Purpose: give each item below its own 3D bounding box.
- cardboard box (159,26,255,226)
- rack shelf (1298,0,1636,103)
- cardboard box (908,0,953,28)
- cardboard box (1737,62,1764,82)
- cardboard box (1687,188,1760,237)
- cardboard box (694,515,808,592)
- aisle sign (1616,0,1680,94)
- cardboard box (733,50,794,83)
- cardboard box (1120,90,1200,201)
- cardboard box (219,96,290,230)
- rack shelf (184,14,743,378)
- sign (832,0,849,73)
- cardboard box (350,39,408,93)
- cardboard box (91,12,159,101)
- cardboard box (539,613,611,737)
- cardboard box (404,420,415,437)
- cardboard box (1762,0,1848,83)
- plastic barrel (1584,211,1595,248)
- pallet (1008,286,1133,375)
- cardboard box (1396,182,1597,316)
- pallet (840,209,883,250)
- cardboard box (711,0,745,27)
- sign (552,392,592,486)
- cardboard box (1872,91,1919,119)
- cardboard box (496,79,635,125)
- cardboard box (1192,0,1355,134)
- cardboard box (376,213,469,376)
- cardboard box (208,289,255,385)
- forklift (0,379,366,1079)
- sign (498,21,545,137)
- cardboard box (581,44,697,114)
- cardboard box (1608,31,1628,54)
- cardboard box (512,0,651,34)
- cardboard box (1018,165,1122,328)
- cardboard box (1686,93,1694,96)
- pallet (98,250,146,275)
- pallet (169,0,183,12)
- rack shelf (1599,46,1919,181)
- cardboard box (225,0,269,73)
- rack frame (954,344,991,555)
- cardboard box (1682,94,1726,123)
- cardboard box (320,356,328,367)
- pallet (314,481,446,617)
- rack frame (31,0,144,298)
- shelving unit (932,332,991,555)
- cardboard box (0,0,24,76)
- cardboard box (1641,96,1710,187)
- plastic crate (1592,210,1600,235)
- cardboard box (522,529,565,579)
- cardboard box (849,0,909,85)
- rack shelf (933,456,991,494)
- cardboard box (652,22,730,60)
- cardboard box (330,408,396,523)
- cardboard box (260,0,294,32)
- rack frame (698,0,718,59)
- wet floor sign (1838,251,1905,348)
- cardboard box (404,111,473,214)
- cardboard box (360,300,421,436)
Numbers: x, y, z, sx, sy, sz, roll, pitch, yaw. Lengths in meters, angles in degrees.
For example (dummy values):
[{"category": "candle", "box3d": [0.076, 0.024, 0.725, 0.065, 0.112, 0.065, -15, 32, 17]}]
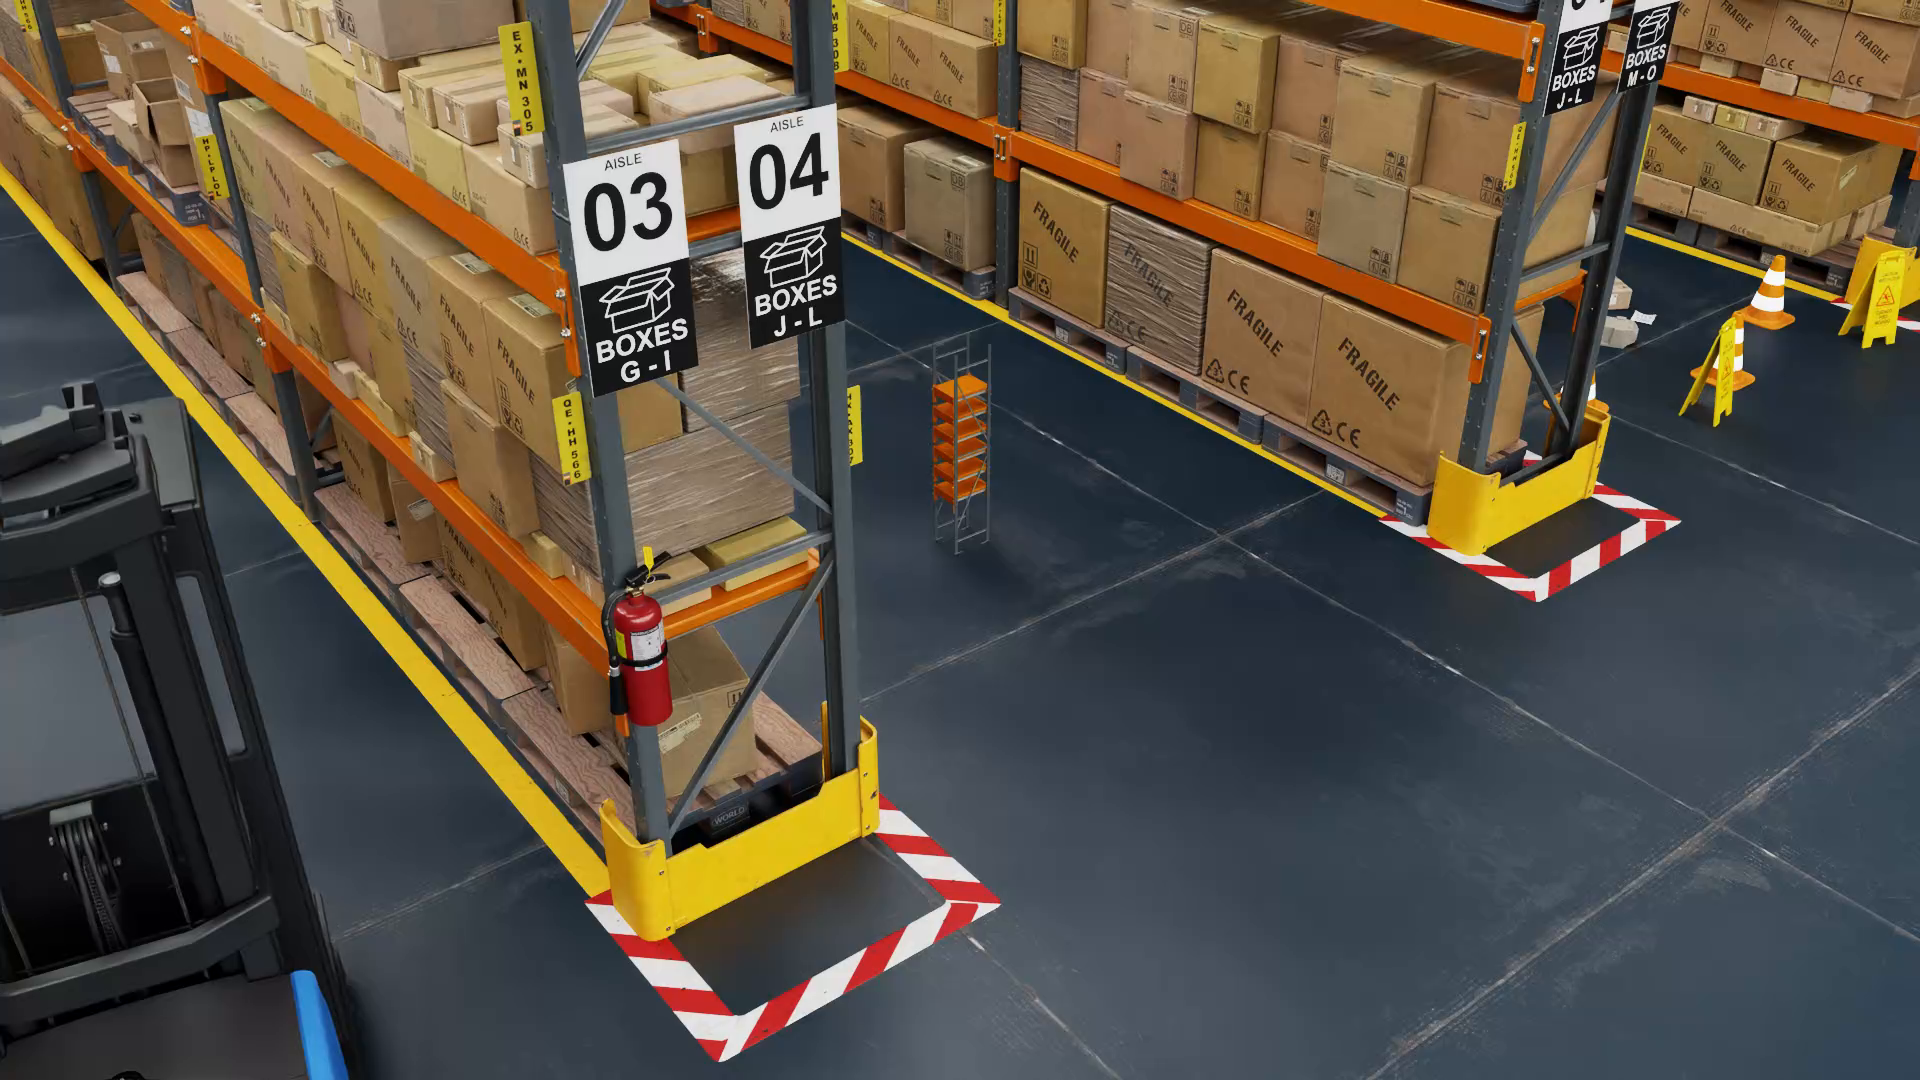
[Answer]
[{"category": "cardboard box", "box3d": [-3.673, -2.358, 9.236, 1.000, 1.000, 1.000, -22, 38, -31]}, {"category": "rack shelf", "box3d": [1.910, -3.246, 9.472, 1.077, 0.370, 4.000, -22, 38, -31]}, {"category": "cardboard box", "box3d": [0.057, -3.996, 11.799, 0.700, 0.500, 0.500, -23, 39, -32]}, {"category": "cardboard box", "box3d": [5.975, -3.500, 12.281, 0.380, 0.149, 0.250, -22, 38, -31]}, {"category": "cardboard box", "box3d": [5.965, -2.566, 12.746, 0.500, 0.250, 0.500, -22, 38, -31]}, {"category": "cardboard box", "box3d": [-0.830, 0.030, 6.597, 0.380, 0.149, 0.250, -22, 38, -31]}, {"category": "aisle sign", "box3d": [3.417, -2.615, 8.154, 0.394, 0.787, 0.004, -22, 38, -31]}, {"category": "cardboard box", "box3d": [-1.467, -3.717, 14.127, 1.050, 0.750, 0.750, -23, 38, -32]}, {"category": "cardboard box", "box3d": [1.512, -2.539, 10.353, 0.875, 0.550, 0.550, -22, 38, -31]}, {"category": "cardboard box", "box3d": [-3.221, -1.872, 8.096, 0.500, 0.500, 0.500, -22, 38, -31]}, {"category": "rack shelf", "box3d": [-2.070, -1.683, 6.956, 1.077, 0.370, 4.000, -22, 38, -31]}, {"category": "sign", "box3d": [-0.415, -1.702, 5.476, 0.100, 0.325, 0.005, -22, 38, -31]}, {"category": "cardboard box", "box3d": [-2.053, -1.820, 6.259, 0.380, 0.149, 0.250, -24, 39, -34]}, {"category": "cardboard box", "box3d": [-5.387, -3.224, 11.105, 0.500, 0.500, 0.500, -28, 41, -37]}, {"category": "cardboard box", "box3d": [-1.607, 0.499, 7.575, 0.500, 0.500, 0.500, -12, 34, -19]}, {"category": "cardboard box", "box3d": [-2.283, -0.544, 7.521, 0.380, 0.149, 0.250, -22, 38, -31]}, {"category": "cardboard box", "box3d": [6.130, -3.603, 11.832, 0.500, 0.500, 0.500, -22, 38, -31]}, {"category": "plastic barrel", "box3d": [4.522, -2.364, 12.655, 0.512, 0.421, 0.421, 1, 32, 2]}, {"category": "pallet", "box3d": [1.088, -1.584, 11.600, 1.003, 0.211, 1.213, -22, 38, -31]}, {"category": "cardboard box", "box3d": [2.873, -1.647, 8.917, 0.875, 0.550, 0.550, -22, 38, -31]}, {"category": "pallet", "box3d": [-0.602, -2.732, 13.449, 1.003, 0.211, 1.213, -22, 38, -31]}, {"category": "cardboard box", "box3d": [-1.708, -4.546, 13.631, 0.500, 0.500, 0.500, -22, 38, -31]}, {"category": "sign", "box3d": [-1.294, -0.336, 5.551, 0.100, 0.325, 0.005, -22, 38, -31]}, {"category": "cardboard box", "box3d": [6.586, -3.067, 11.583, 0.380, 0.149, 0.250, -21, 37, -30]}, {"category": "cardboard box", "box3d": [-1.328, -1.422, 5.618, 0.380, 0.149, 0.250, -24, 39, -33]}, {"category": "cardboard box", "box3d": [1.865, -2.789, 9.731, 0.875, 0.550, 0.500, -22, 38, -31]}, {"category": "cardboard box", "box3d": [-1.992, -1.039, 6.756, 0.500, 0.500, 0.500, -22, 38, -31]}, {"category": "cardboard box", "box3d": [-4.277, -1.374, 10.571, 0.700, 0.500, 0.500, -26, 40, -35]}, {"category": "forklift", "box3d": [-2.758, 0.750, 5.265, 1.130, 2.935, 3.031, -14, 34, -21]}, {"category": "sign", "box3d": [-1.294, -1.360, 4.914, 0.100, 0.325, 0.005, -22, 38, -31]}, {"category": "cardboard box", "box3d": [-1.165, -1.655, 5.993, 0.380, 0.149, 0.250, -23, 39, -32]}, {"category": "cardboard box", "box3d": [5.248, -3.876, 12.886, 0.380, 0.149, 0.250, -22, 38, -31]}, {"category": "cardboard box", "box3d": [-1.541, -2.242, 6.324, 0.500, 0.500, 0.500, -22, 38, -32]}, {"category": "cardboard box", "box3d": [1.014, -2.102, 11.406, 0.875, 0.875, 0.875, -22, 38, -31]}, {"category": "cardboard box", "box3d": [6.068, -3.280, 13.185, 0.500, 0.500, 0.500, -21, 38, -31]}, {"category": "pallet", "box3d": [-6.173, -2.383, 12.887, 1.003, 0.211, 1.213, -22, 38, -31]}, {"category": "pallet", "box3d": [-3.591, -3.034, 8.627, 1.213, 0.211, 1.003, -22, 38, -31]}, {"category": "rack shelf", "box3d": [5.758, -3.615, 12.909, 1.077, 0.370, 4.000, -22, 38, -31]}, {"category": "cardboard box", "box3d": [-2.895, -2.269, 7.360, 0.500, 0.250, 0.500, -23, 38, -32]}, {"category": "rack frame", "box3d": [0.065, -0.466, 8.862, 0.240, 1.200, 0.006, -22, 38, -31]}, {"category": "cardboard box", "box3d": [5.697, -3.289, 12.584, 0.380, 0.149, 0.250, -21, 37, -29]}, {"category": "cardboard box", "box3d": [-2.923, -0.950, 8.174, 0.380, 0.149, 0.250, -22, 38, -31]}, {"category": "pallet", "box3d": [-2.857, -0.095, 9.203, 1.003, 0.211, 1.213, -22, 38, -31]}, {"category": "rack frame", "box3d": [-5.749, -3.215, 11.583, 1.000, 3.000, 0.127, -22, 38, -31]}, {"category": "shelving unit", "box3d": [0.009, -0.504, 8.924, 0.258, 1.200, 0.189, -22, 38, -31]}, {"category": "cardboard box", "box3d": [-6.870, -3.808, 12.443, 0.500, 0.500, 0.500, -24, 39, -33]}, {"category": "cardboard box", "box3d": [5.660, -3.095, 12.887, 0.500, 0.500, 0.500, -23, 39, -32]}, {"category": "plastic crate", "box3d": [4.846, -2.594, 13.351, 0.583, 0.080, 0.402, 18, 36, 27]}, {"category": "cardboard box", "box3d": [-1.528, -0.018, 6.674, 0.380, 0.149, 0.250, -22, 38, -31]}, {"category": "cardboard box", "box3d": [-0.468, -3.705, 12.278, 0.500, 0.500, 0.500, -22, 38, -31]}, {"category": "rack shelf", "box3d": [0.009, -0.364, 9.010, 0.258, 0.103, 0.180, -22, 38, -31]}, {"category": "cardboard box", "box3d": [-2.396, -4.413, 14.773, 0.500, 0.250, 0.500, -23, 39, -32]}, {"category": "cardboard box", "box3d": [-3.083, -0.485, 9.159, 0.500, 0.500, 0.500, -24, 39, -33]}, {"category": "cardboard box", "box3d": [-2.695, -2.256, 6.961, 0.380, 0.149, 0.250, -23, 39, -32]}, {"category": "rack frame", "box3d": [-1.770, -4.778, 14.099, 1.000, 3.000, 0.127, -22, 38, -31]}, {"category": "wet floor sign", "box3d": [6.256, -1.662, 11.314, 0.267, 0.644, 0.232, -10, 33, -15]}, {"category": "cardboard box", "box3d": [-1.649, -1.417, 5.988, 0.500, 0.250, 0.500, -22, 38, -31]}, {"category": "cardboard box", "box3d": [-2.131, -0.892, 7.466, 0.875, 0.500, 0.500, -22, 38, -31]}]
